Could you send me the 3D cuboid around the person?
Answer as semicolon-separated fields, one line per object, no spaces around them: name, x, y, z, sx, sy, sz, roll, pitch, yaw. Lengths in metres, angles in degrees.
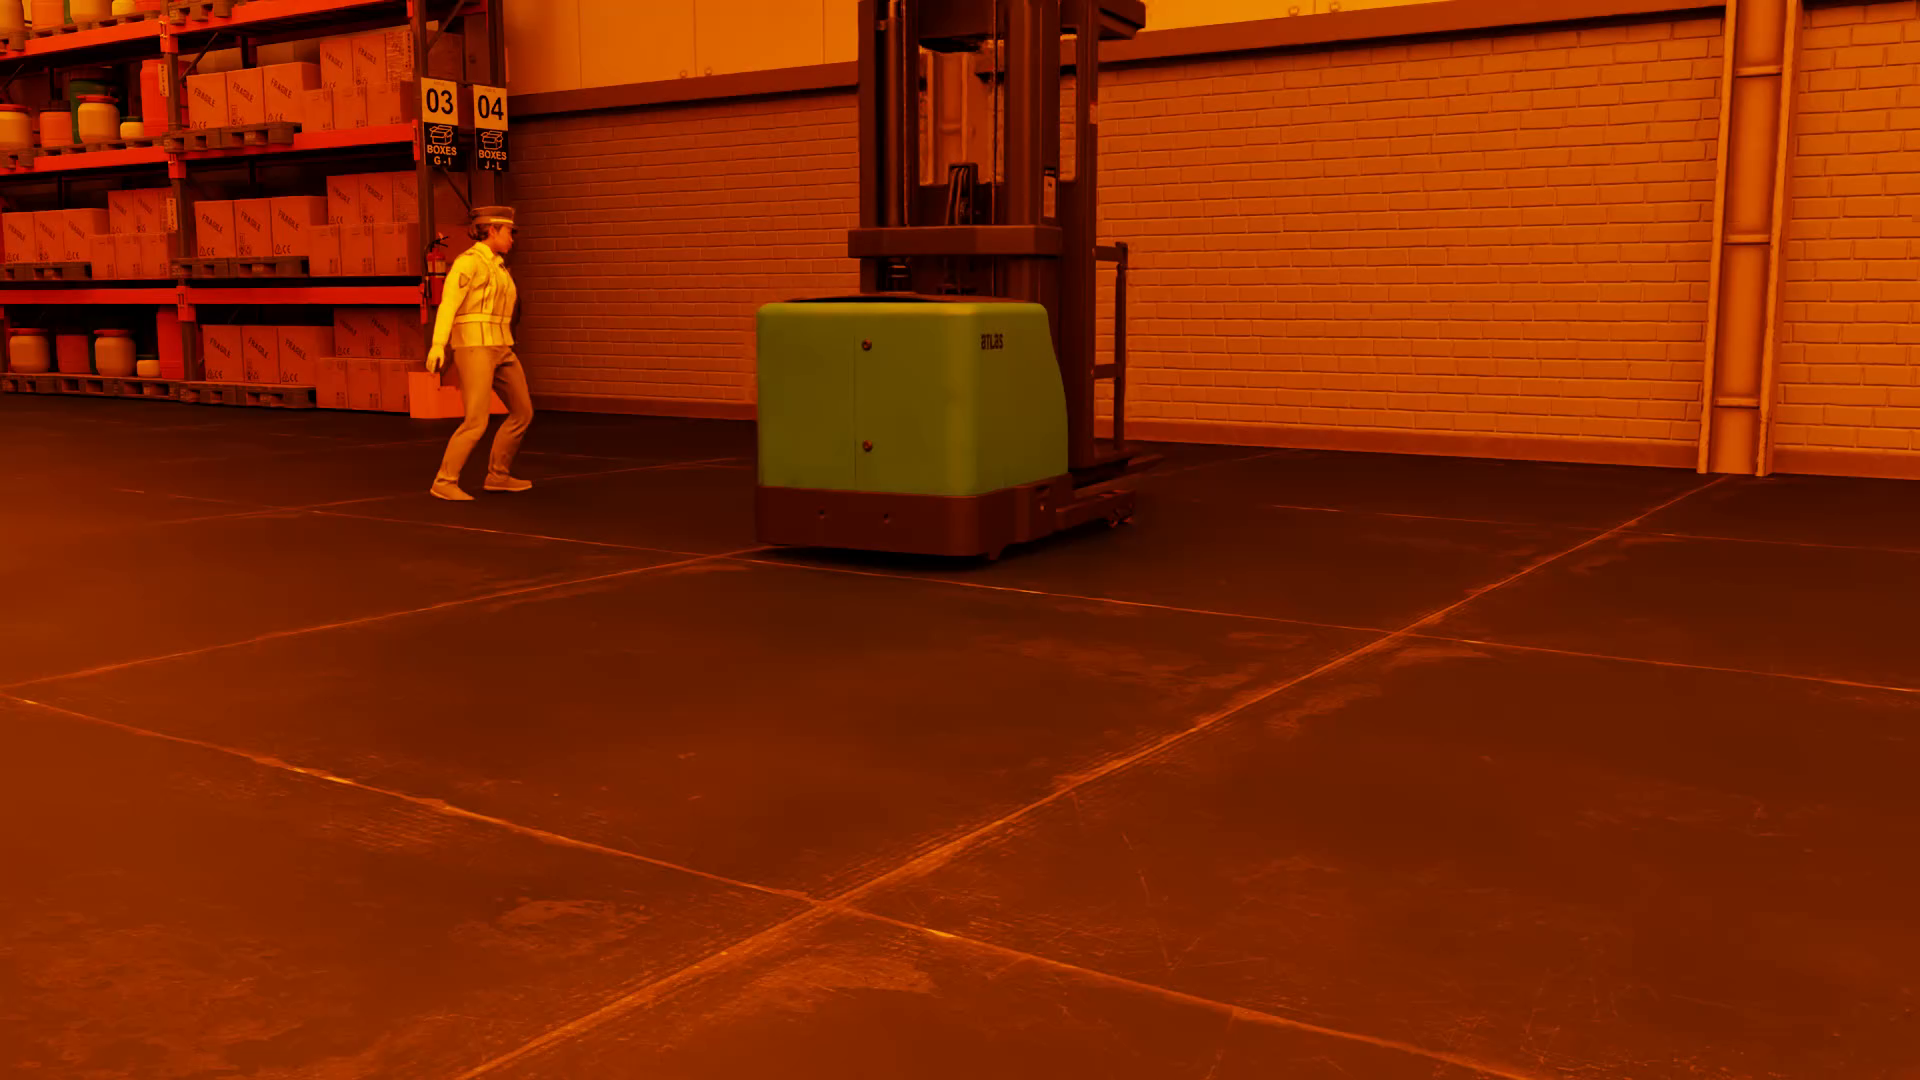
person;-2.692;-1.014;9.223;0.441;1.651;0.812;2;8;14

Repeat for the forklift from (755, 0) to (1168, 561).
forklift;0.219;-1.533;7.972;1.130;2.935;3.031;4;9;25
